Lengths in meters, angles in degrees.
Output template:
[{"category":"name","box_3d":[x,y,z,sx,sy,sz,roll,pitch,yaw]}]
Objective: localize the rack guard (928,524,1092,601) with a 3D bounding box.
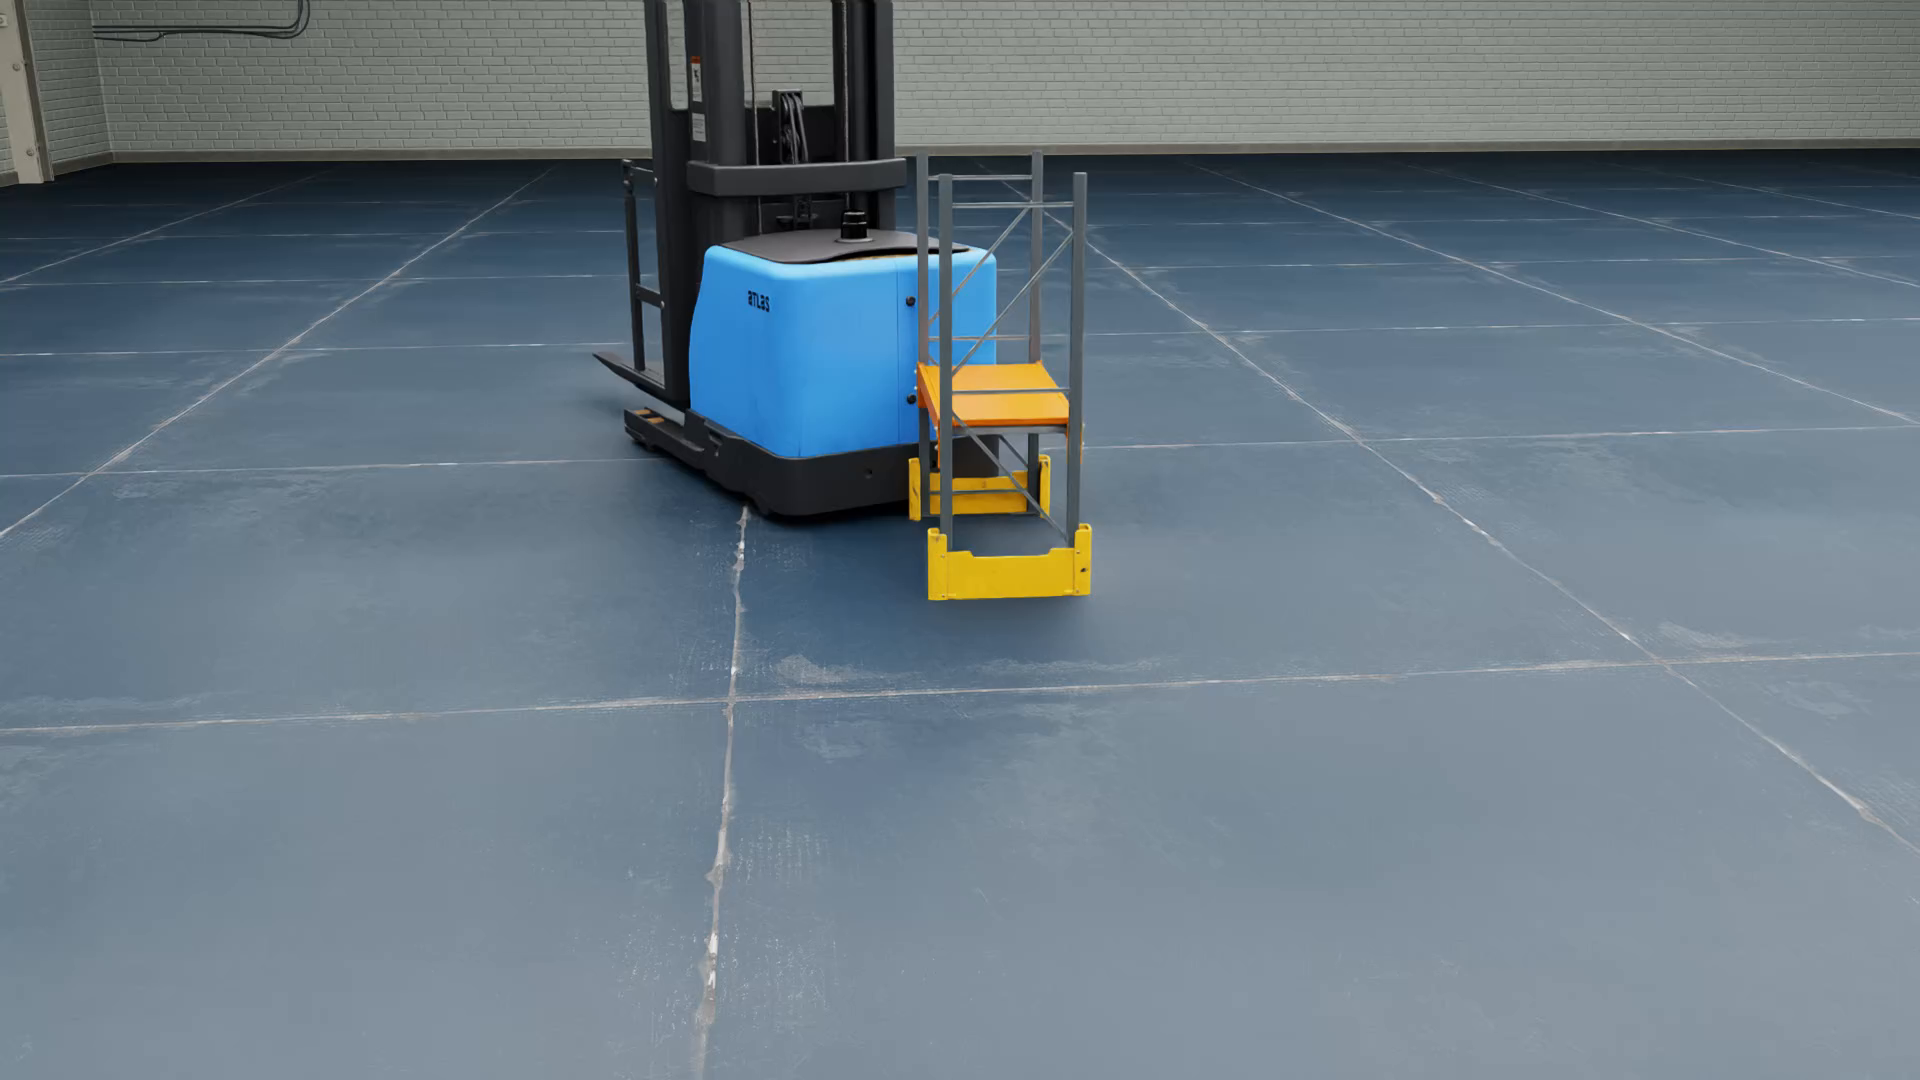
[{"category":"rack guard","box_3d":[0.178,0.080,6.003,0.587,0.250,0.087,-2,18,-5]}]

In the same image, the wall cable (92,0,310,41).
[{"category":"wall cable","box_3d":[-10.812,-8.312,23.313,3.097,2.526,0.112,-2,18,-6]}]

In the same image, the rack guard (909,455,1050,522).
[{"category":"rack guard","box_3d":[0.081,-0.216,6.949,0.587,0.250,0.087,-2,18,-5]}]

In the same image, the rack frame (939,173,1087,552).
[{"category":"rack frame","box_3d":[0.179,-0.515,5.815,0.500,1.500,0.032,-2,18,-5]}]

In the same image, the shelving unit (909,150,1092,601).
[{"category":"shelving unit","box_3d":[0.130,-0.664,6.289,0.587,1.500,1.083,-2,18,-5]}]

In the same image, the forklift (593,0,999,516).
[{"category":"forklift","box_3d":[-1.000,-1.887,7.795,1.130,2.935,3.031,-10,20,-28]}]

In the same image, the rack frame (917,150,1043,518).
[{"category":"rack frame","box_3d":[0.079,-0.819,6.780,0.500,1.500,0.032,-2,18,-5]}]

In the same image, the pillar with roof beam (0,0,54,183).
[{"category":"pillar with roof beam","box_3d":[-7.541,-9.008,20.346,9.100,9.000,0.400,-2,18,-6]}]

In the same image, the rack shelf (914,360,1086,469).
[{"category":"rack shelf","box_3d":[0.129,-0.495,6.352,0.538,0.185,1.000,-2,18,-5]}]
